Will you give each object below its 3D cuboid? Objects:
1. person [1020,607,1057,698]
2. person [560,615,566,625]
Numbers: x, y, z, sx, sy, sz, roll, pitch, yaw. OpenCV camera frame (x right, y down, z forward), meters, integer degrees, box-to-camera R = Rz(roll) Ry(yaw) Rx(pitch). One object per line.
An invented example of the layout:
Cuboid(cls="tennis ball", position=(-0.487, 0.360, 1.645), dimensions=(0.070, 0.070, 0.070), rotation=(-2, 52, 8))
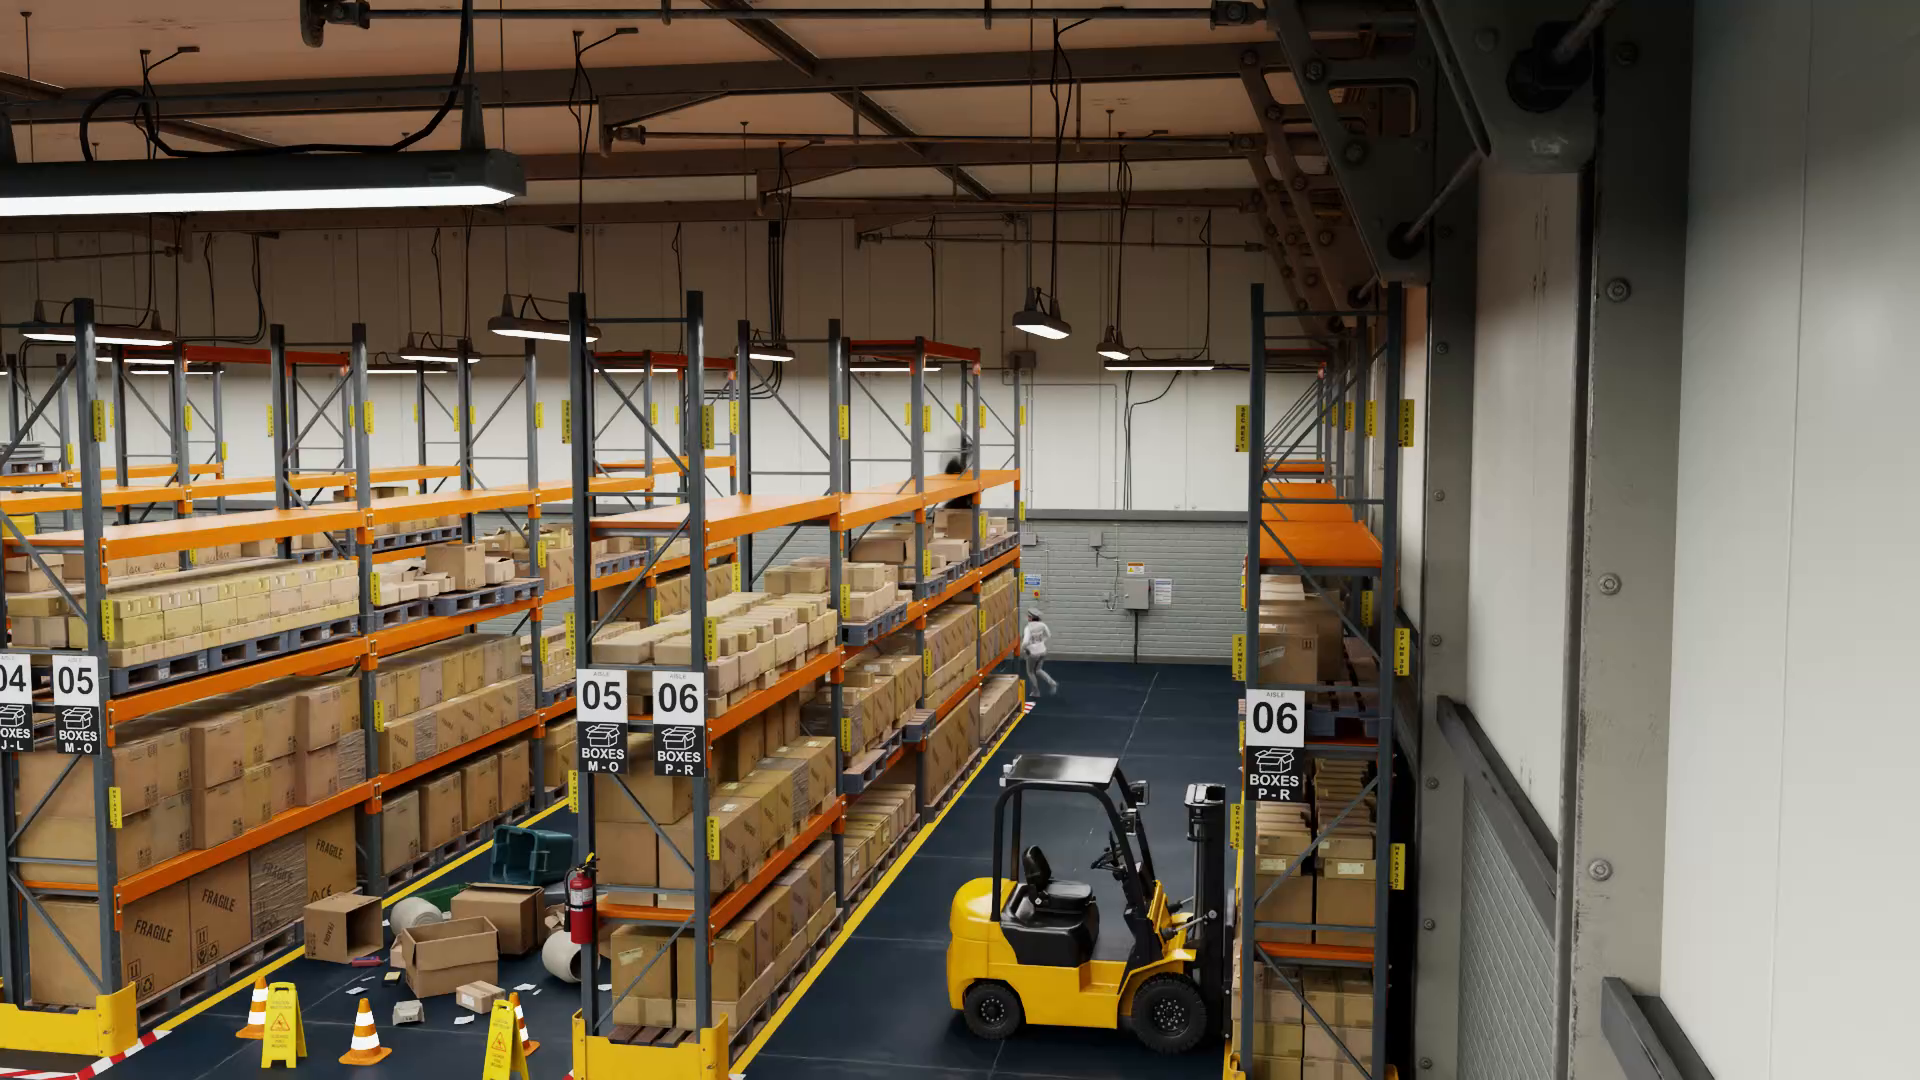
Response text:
Cuboid(cls="person", position=(1.319, 1.994, 29.256), dimensions=(0.667, 1.639, 0.654), rotation=(-4, 6, -42))
Cuboid(cls="person", position=(-6.438, 2.099, 27.436), dimensions=(0.696, 1.749, 0.642), rotation=(1, 5, 14))
